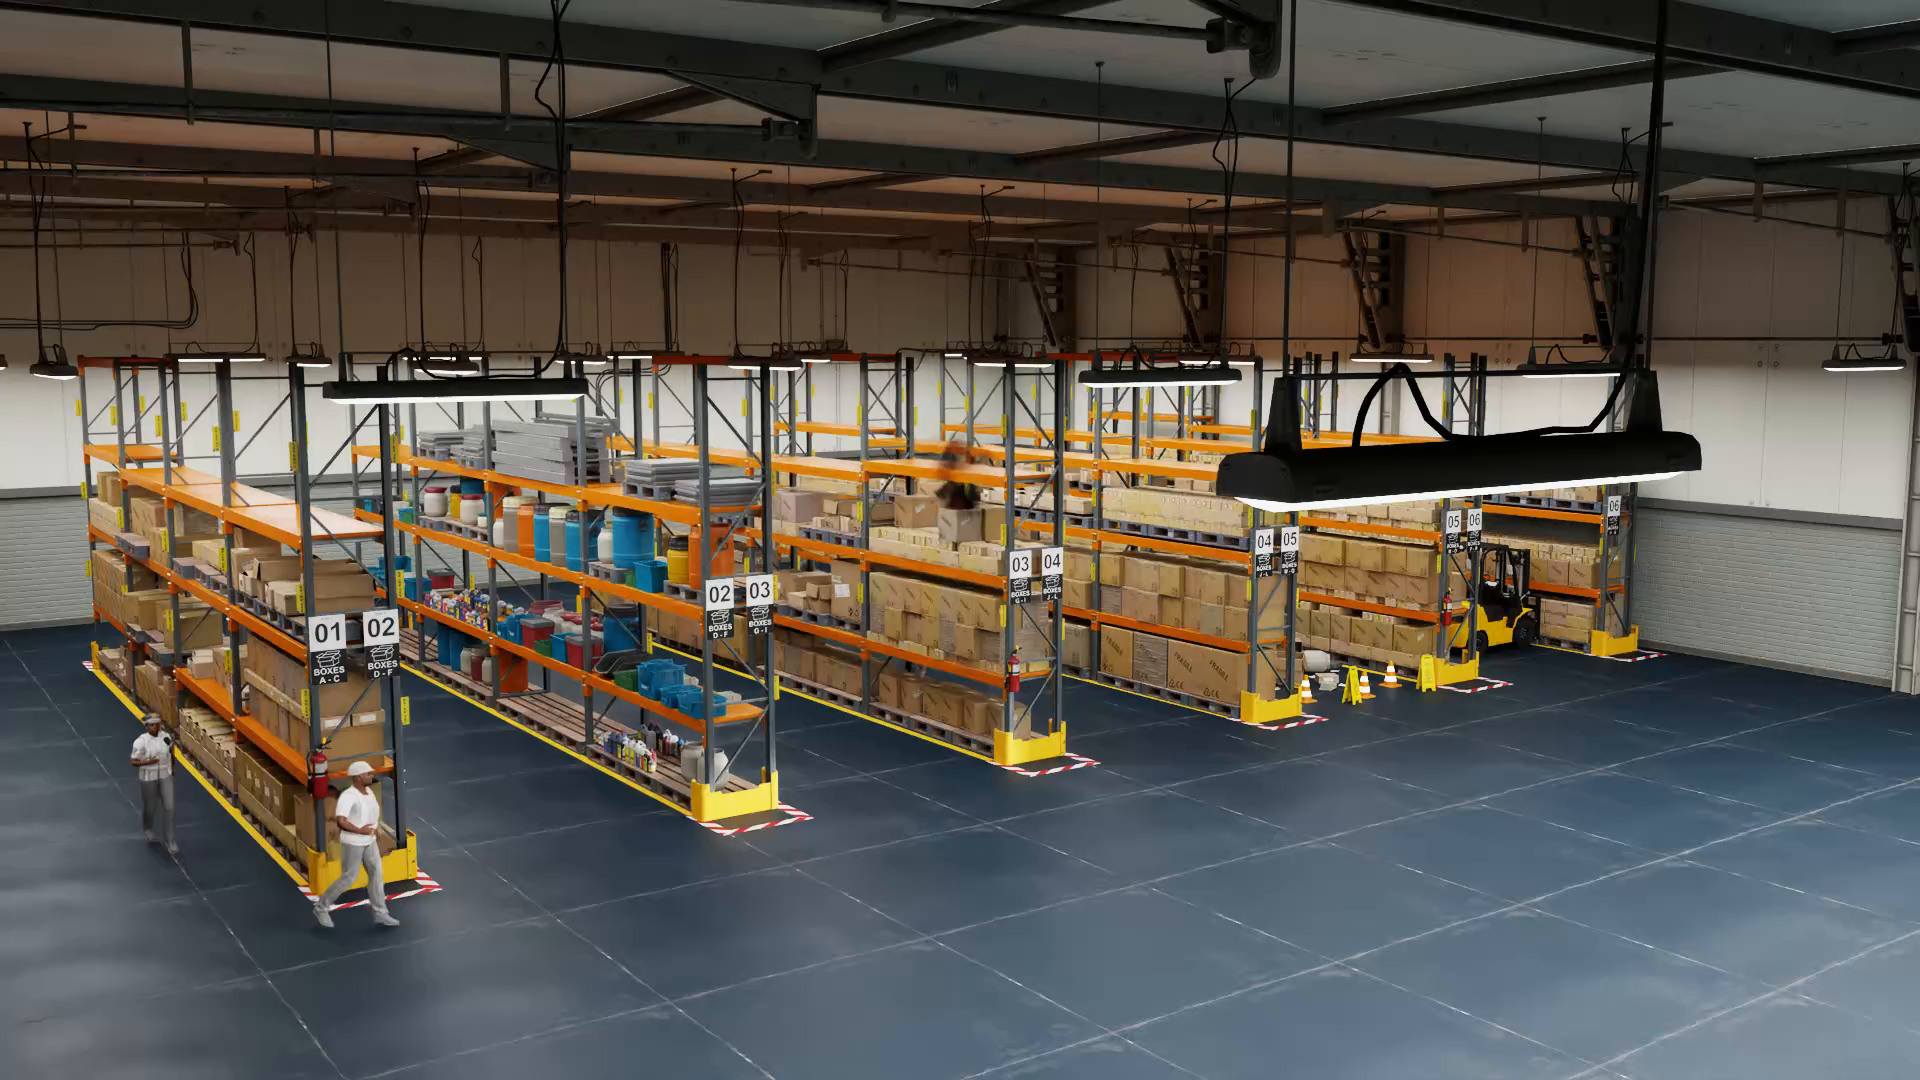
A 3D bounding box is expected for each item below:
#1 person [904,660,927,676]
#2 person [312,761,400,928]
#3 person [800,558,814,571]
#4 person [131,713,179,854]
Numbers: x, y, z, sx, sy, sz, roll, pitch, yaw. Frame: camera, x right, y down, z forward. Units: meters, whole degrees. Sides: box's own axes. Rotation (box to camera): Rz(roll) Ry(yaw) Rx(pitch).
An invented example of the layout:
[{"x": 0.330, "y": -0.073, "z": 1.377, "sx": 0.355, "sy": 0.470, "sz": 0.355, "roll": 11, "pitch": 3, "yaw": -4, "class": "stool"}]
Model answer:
[{"x": -0.788, "y": 1.753, "z": 31.119, "sx": 0.592, "sy": 1.716, "sz": 0.694, "roll": -5, "pitch": 9, "yaw": -38, "class": "person"}, {"x": -6.462, "y": 3.263, "z": 17.977, "sx": 0.930, "sy": 1.746, "sz": 0.768, "roll": 1, "pitch": 7, "yaw": 8, "class": "person"}, {"x": -3.901, "y": 0.461, "z": 42.081, "sx": 0.741, "sy": 1.521, "sz": 0.613, "roll": 2, "pitch": 7, "yaw": 17, "class": "person"}, {"x": -9.962, "y": 2.976, "z": 20.614, "sx": 0.570, "sy": 1.714, "sz": 0.850, "roll": -6, "pitch": 9, "yaw": -40, "class": "person"}]
